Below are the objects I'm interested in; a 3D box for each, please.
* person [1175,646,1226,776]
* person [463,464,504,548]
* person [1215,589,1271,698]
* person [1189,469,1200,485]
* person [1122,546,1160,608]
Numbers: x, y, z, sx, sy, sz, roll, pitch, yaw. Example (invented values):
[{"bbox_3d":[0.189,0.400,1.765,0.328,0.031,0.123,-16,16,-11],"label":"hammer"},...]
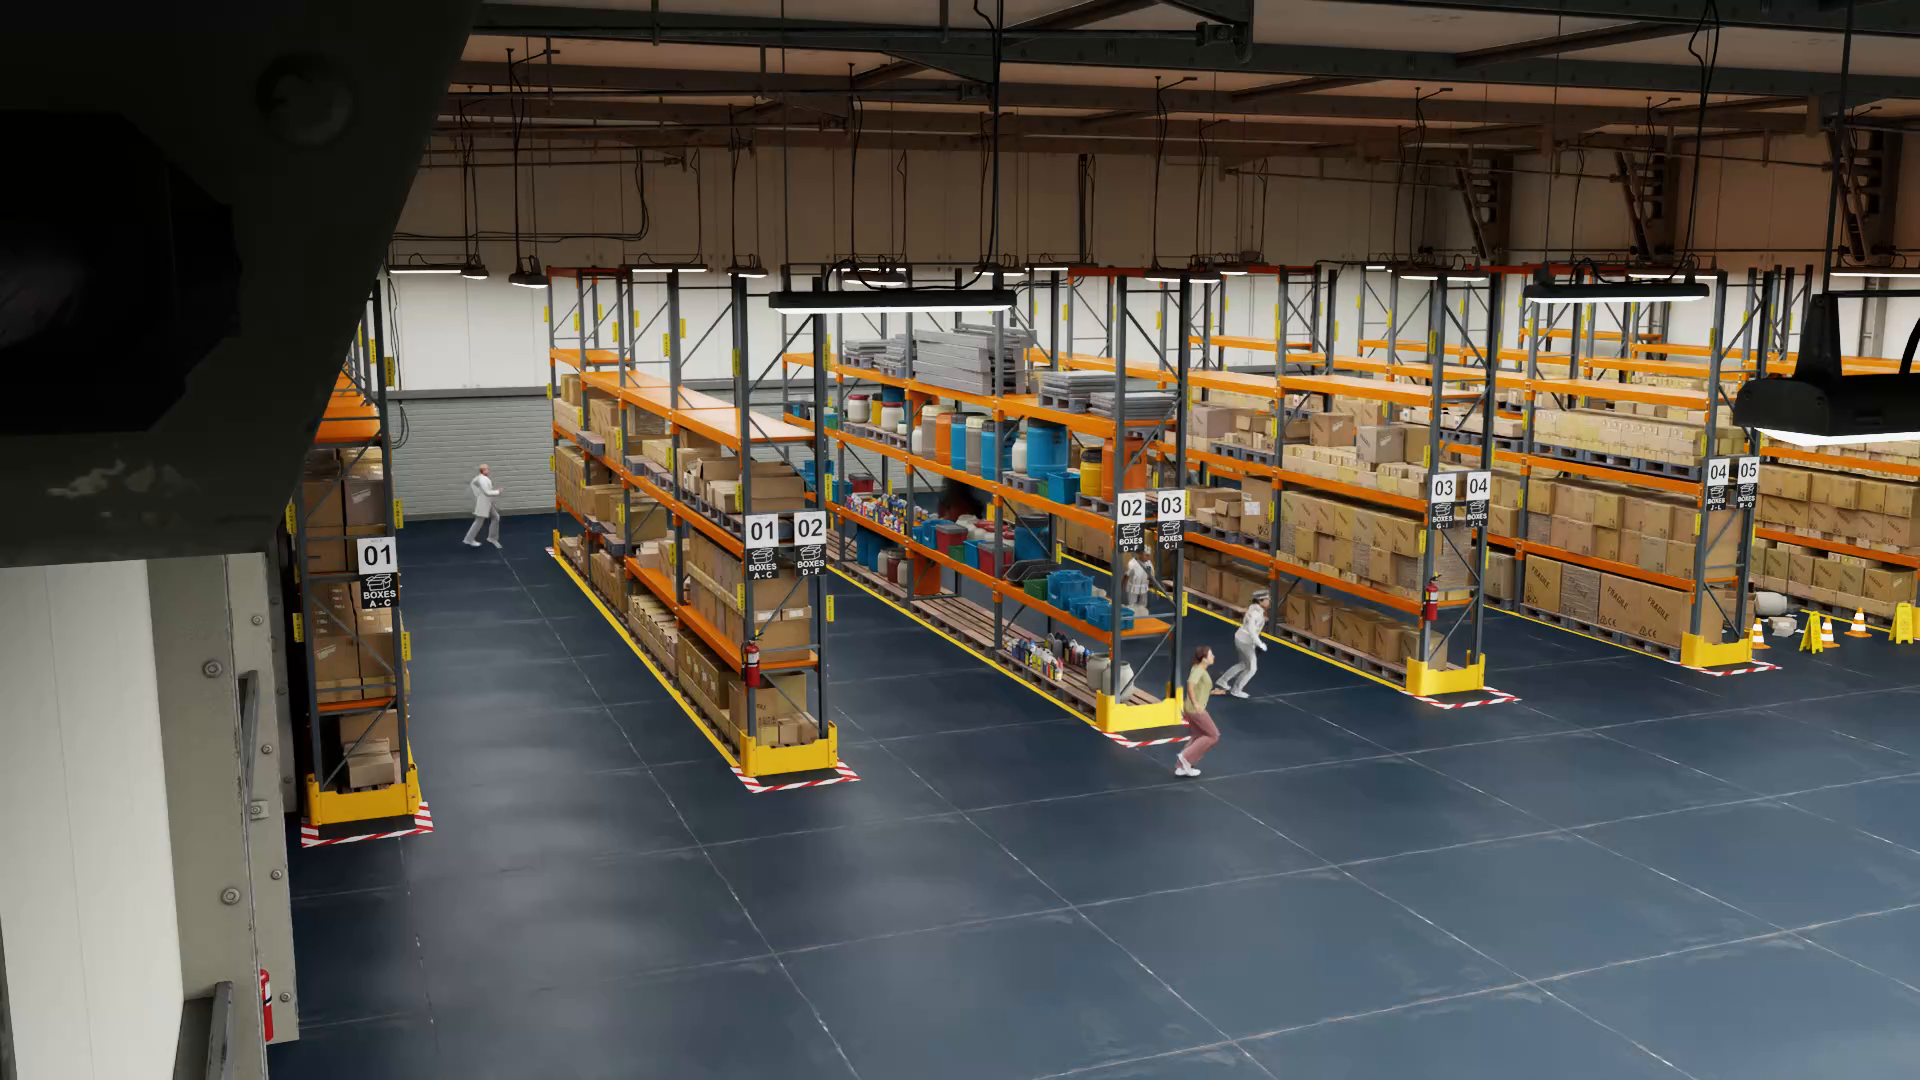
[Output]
[{"bbox_3d":[2.928,2.069,20.096,0.616,1.615,0.582,0,10,1],"label":"person"},{"bbox_3d":[-10.182,-0.705,35.568,0.932,1.847,0.679,-2,10,-11],"label":"person"},{"bbox_3d":[4.025,1.476,23.644,0.735,1.608,0.574,1,10,6],"label":"person"},{"bbox_3d":[6.315,-2.072,43.764,0.537,1.651,0.739,7,12,35],"label":"person"},{"bbox_3d":[2.917,0.863,27.062,0.551,1.573,0.675,-3,10,-17],"label":"person"}]
